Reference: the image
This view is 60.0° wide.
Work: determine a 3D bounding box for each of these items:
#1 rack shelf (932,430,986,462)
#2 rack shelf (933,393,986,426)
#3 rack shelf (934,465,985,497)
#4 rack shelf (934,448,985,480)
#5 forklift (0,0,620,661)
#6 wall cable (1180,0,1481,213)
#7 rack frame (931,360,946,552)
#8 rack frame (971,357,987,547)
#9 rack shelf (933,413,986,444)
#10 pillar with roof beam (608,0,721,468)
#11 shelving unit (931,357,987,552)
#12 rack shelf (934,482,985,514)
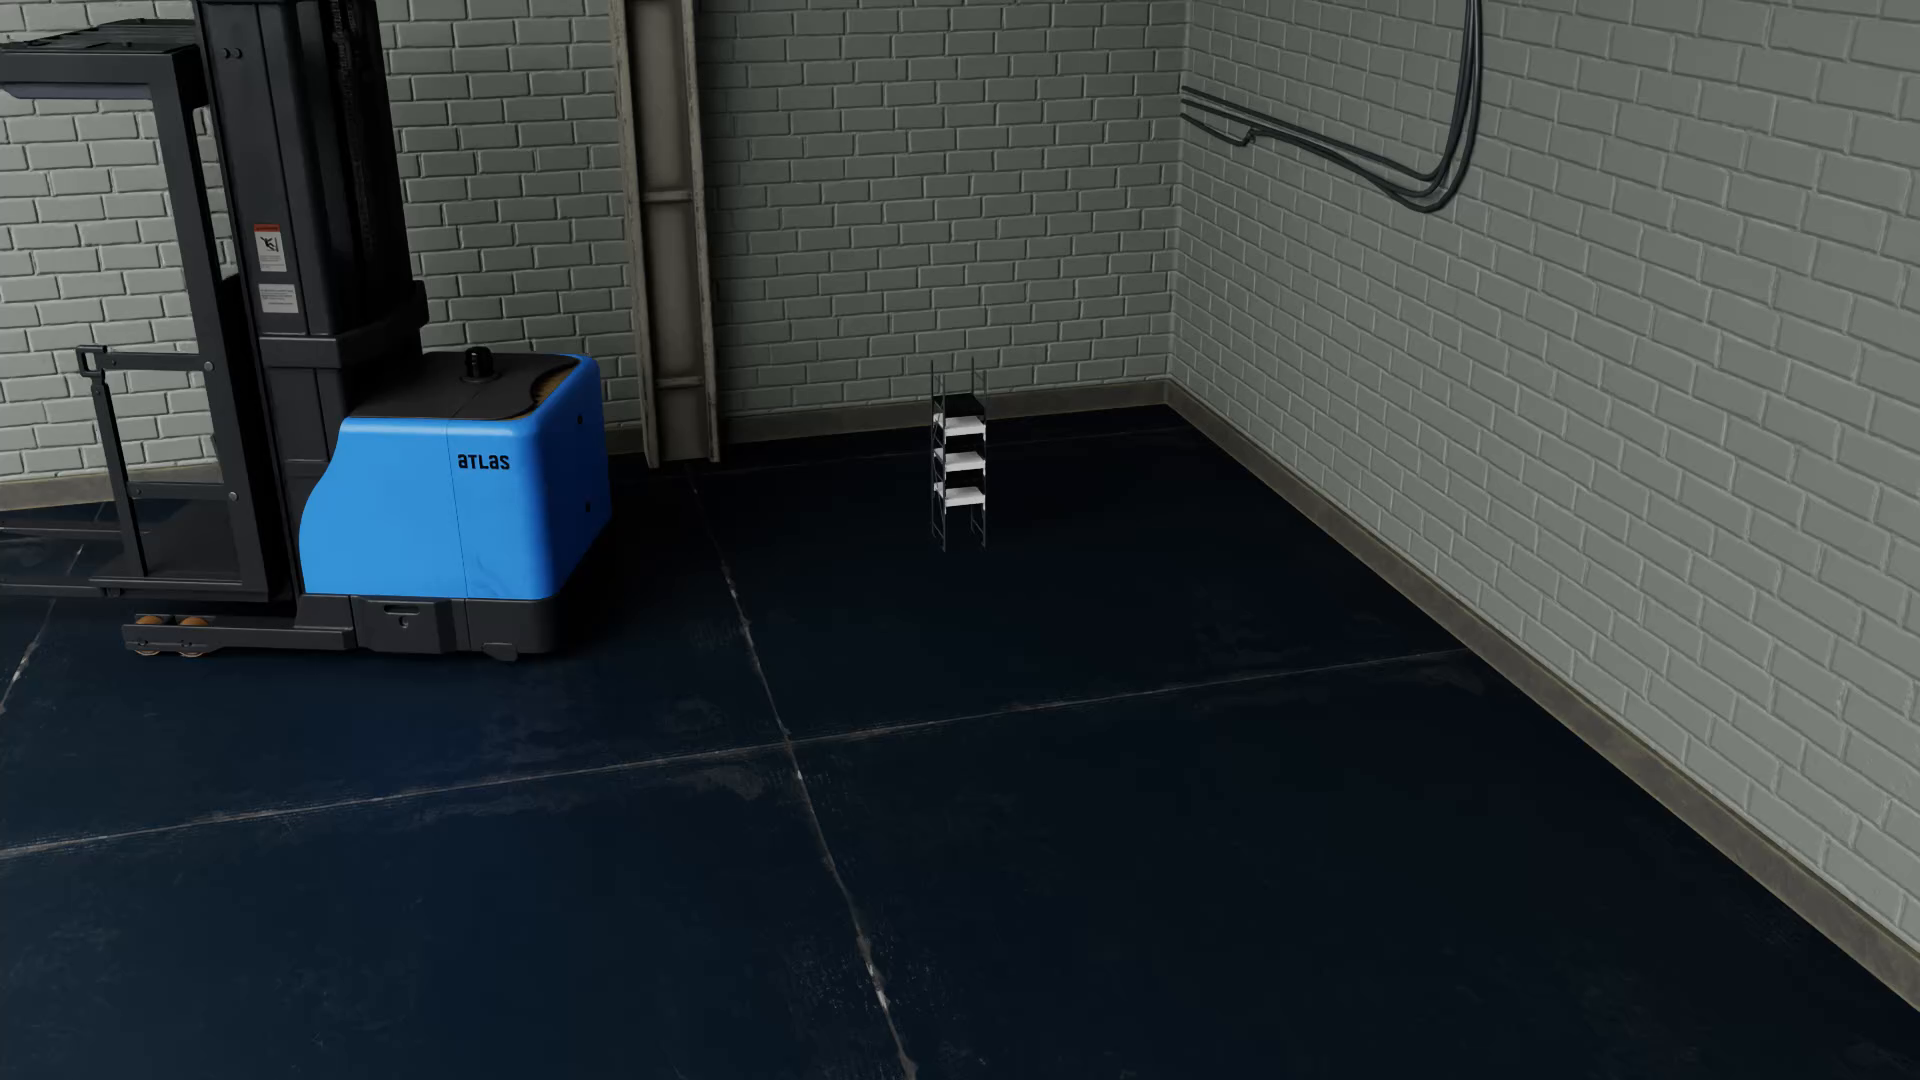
[{"bbox_3d":[-0.008,-0.465,8.048,0.200,0.077,0.258,-6,24,-14],"label":"rack shelf"},{"bbox_3d":[-0.008,-0.630,7.977,0.200,0.077,0.258,-6,24,-14],"label":"rack shelf"},{"bbox_3d":[-0.008,-0.299,8.119,0.200,0.077,0.258,-6,24,-14],"label":"rack shelf"},{"bbox_3d":[-0.008,-0.382,8.084,0.200,0.077,0.258,-6,24,-14],"label":"rack shelf"},{"bbox_3d":[-3.145,-1.053,6.986,3.031,2.935,1.130,2,23,4],"label":"forklift"},{"bbox_3d":[1.631,-2.996,7.758,0.112,2.526,3.097,-6,24,-14],"label":"wall cable"},{"bbox_3d":[-0.106,-0.402,8.045,0.006,0.900,0.240,-6,24,-14],"label":"rack frame"},{"bbox_3d":[0.090,-0.424,8.096,0.006,0.900,0.240,-6,24,-14],"label":"rack frame"},{"bbox_3d":[-0.008,-0.547,8.013,0.200,0.077,0.258,-6,24,-14],"label":"rack shelf"},{"bbox_3d":[-0.400,-2.977,3.775,0.400,9.000,9.100,-6,24,-14],"label":"pillar with roof beam"},{"bbox_3d":[-0.008,-0.413,8.071,0.210,0.900,0.258,-6,24,-14],"label":"shelving unit"},{"bbox_3d":[-0.008,-0.217,8.155,0.200,0.077,0.258,-6,24,-14],"label":"rack shelf"}]
